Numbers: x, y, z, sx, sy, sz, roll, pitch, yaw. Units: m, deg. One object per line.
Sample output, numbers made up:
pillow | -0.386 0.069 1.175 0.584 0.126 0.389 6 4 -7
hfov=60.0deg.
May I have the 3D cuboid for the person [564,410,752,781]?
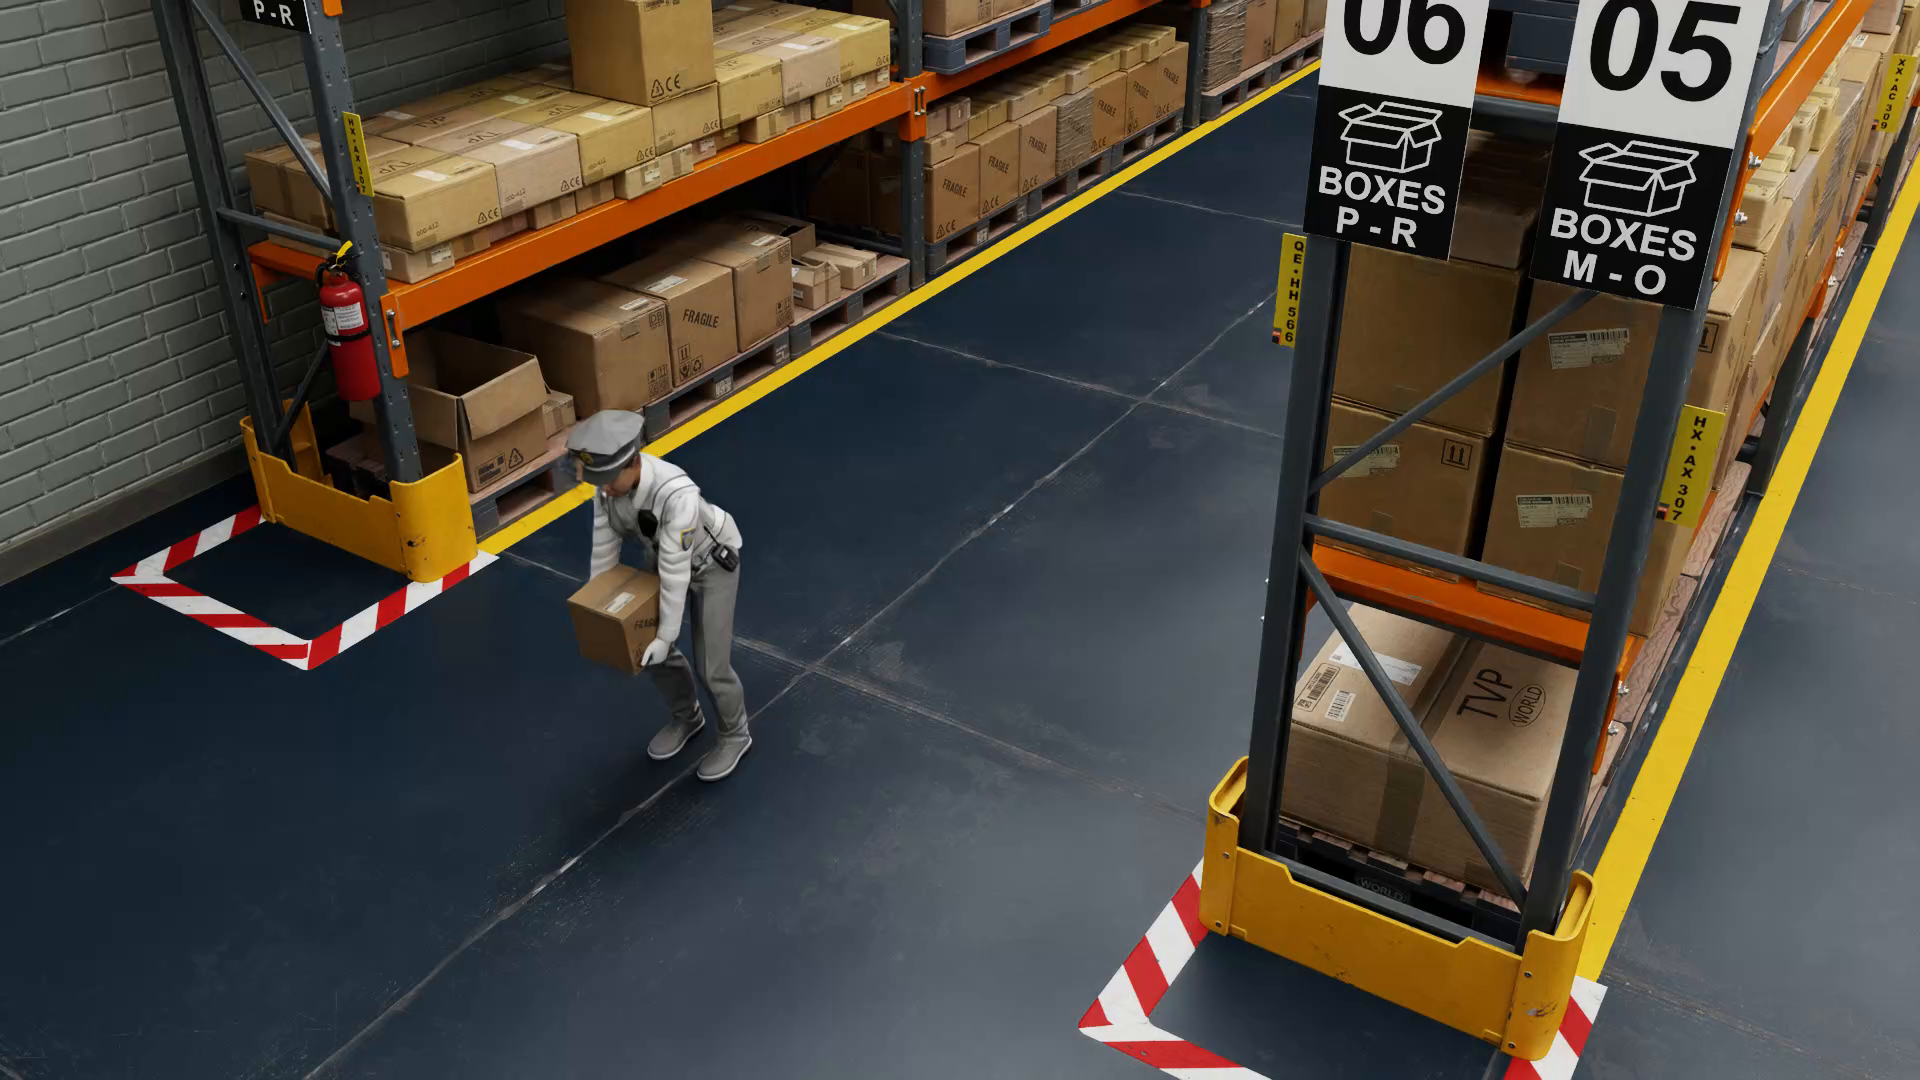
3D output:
person | -1.047 0.201 5.912 0.414 1.551 0.650 17 35 26
